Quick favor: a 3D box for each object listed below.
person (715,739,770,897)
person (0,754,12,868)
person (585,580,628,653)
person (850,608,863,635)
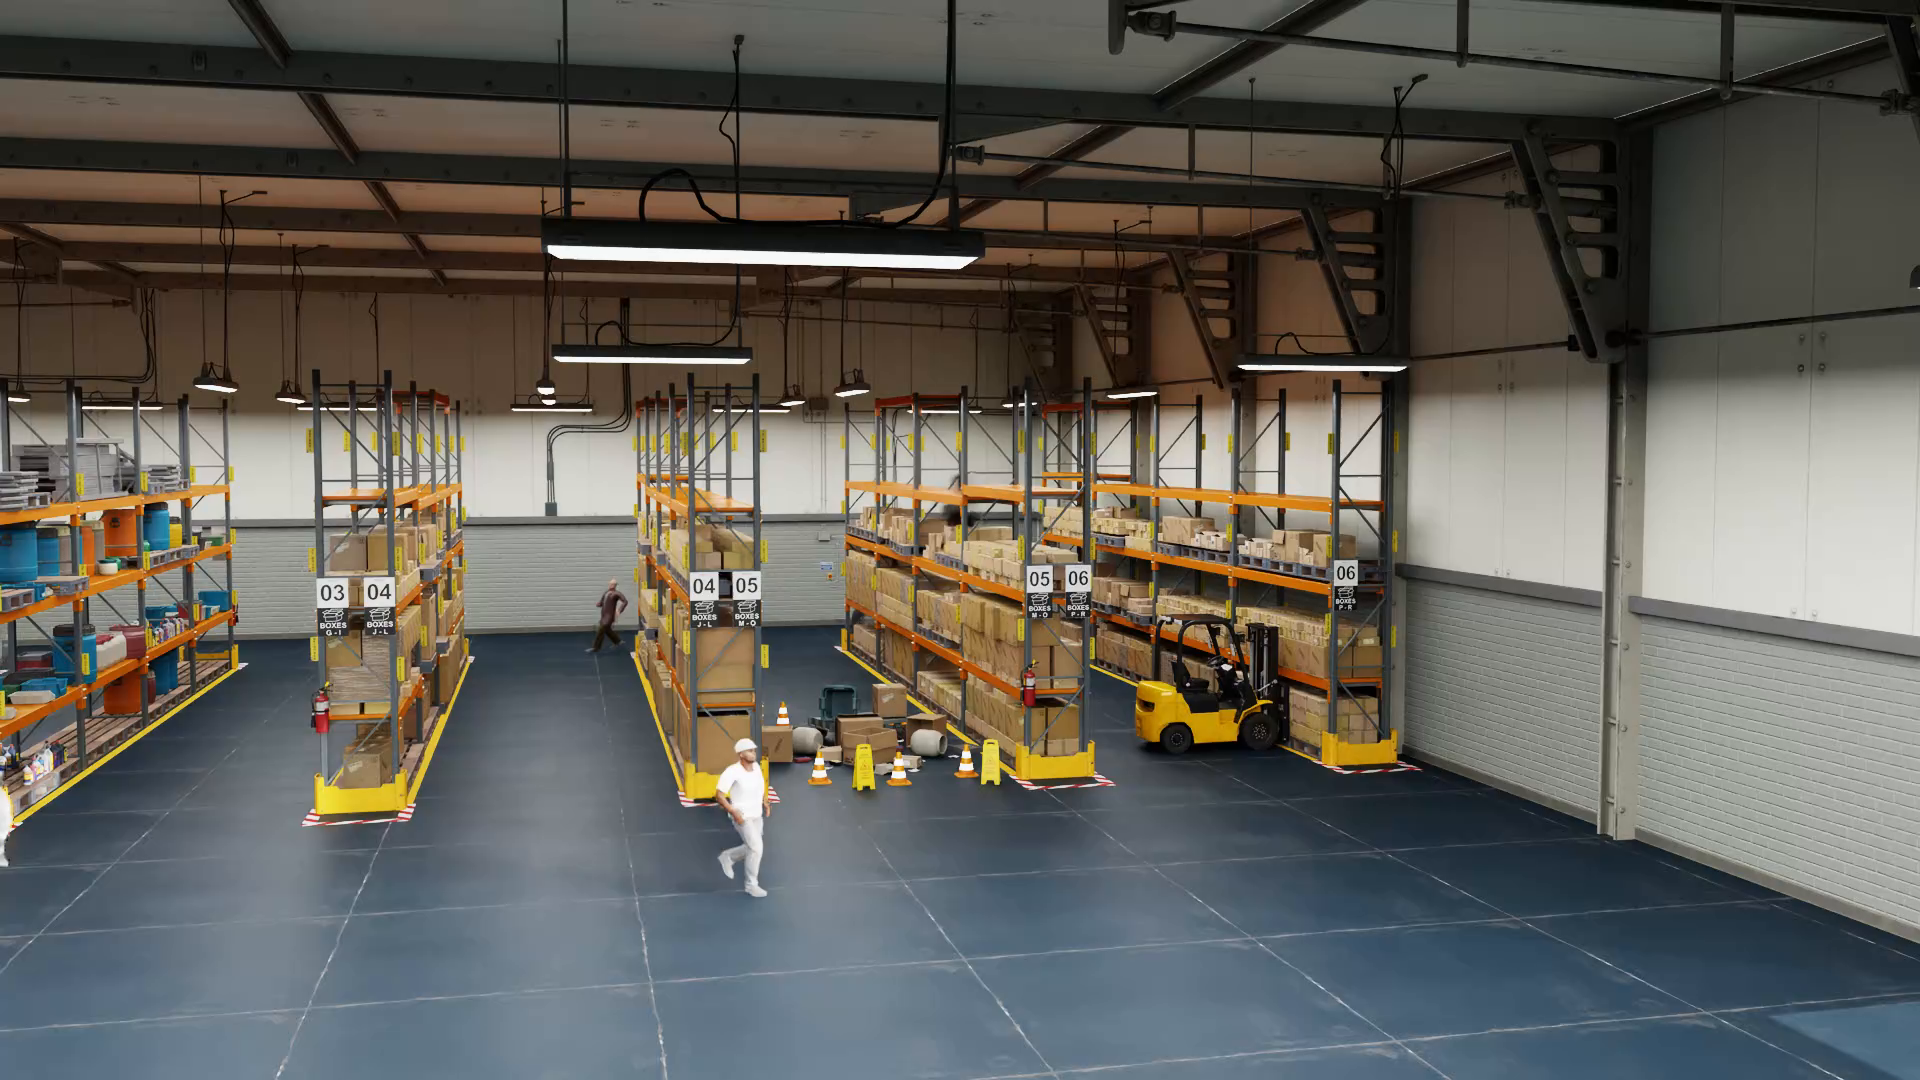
[{"bbox_3d":[-2.443,3.070,18.576,0.739,1.737,0.719,2,4,29],"label":"person"},{"bbox_3d":[-11.518,2.982,19.637,0.768,1.844,0.677,1,3,18],"label":"person"},{"bbox_3d":[-8.424,1.811,39.684,1.037,1.732,0.759,-3,4,-38],"label":"person"},{"bbox_3d":[-2.513,1.803,41.781,0.783,1.594,0.644,-1,3,-13],"label":"person"}]
